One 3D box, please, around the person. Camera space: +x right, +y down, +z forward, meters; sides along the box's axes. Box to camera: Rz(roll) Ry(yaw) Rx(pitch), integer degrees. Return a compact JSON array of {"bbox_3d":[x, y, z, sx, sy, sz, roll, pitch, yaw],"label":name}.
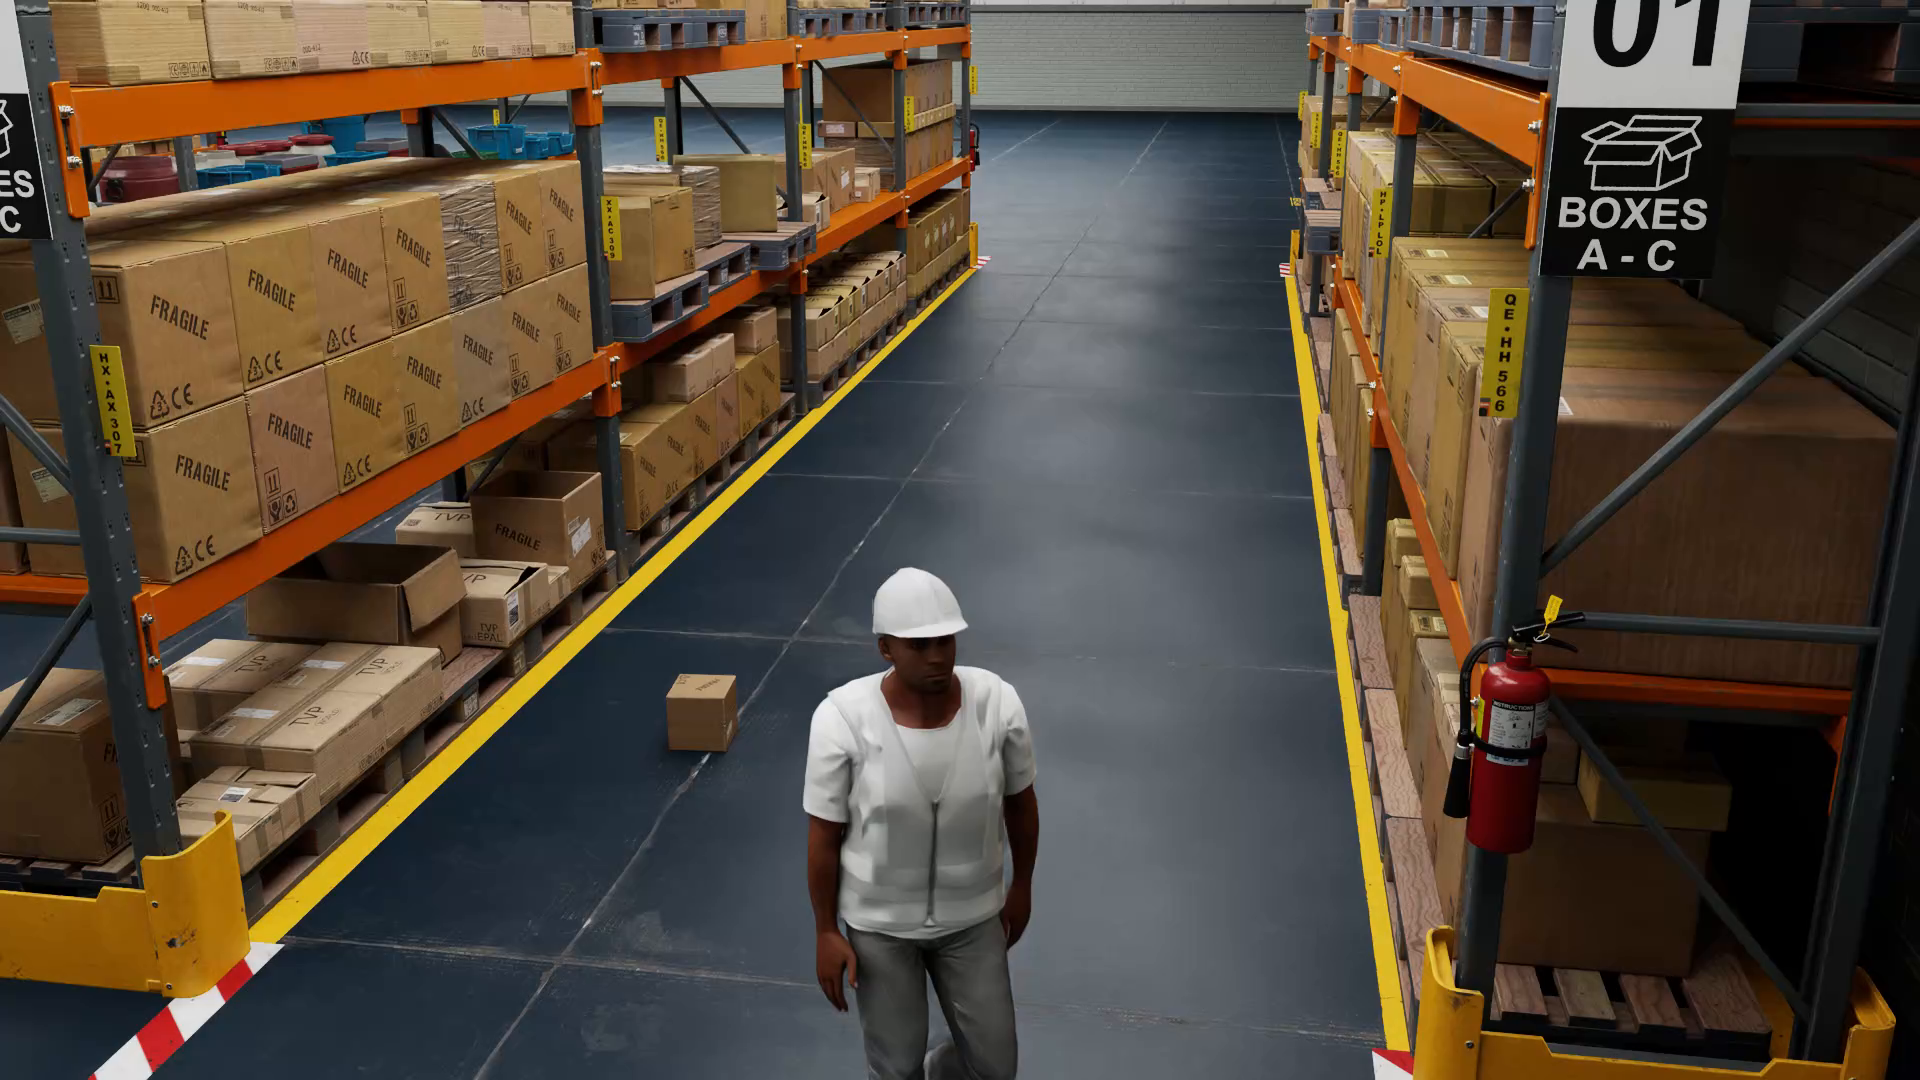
[{"bbox_3d":[-0.087,0.900,4.120,0.590,1.758,0.510,-4,18,-11],"label":"person"}]
